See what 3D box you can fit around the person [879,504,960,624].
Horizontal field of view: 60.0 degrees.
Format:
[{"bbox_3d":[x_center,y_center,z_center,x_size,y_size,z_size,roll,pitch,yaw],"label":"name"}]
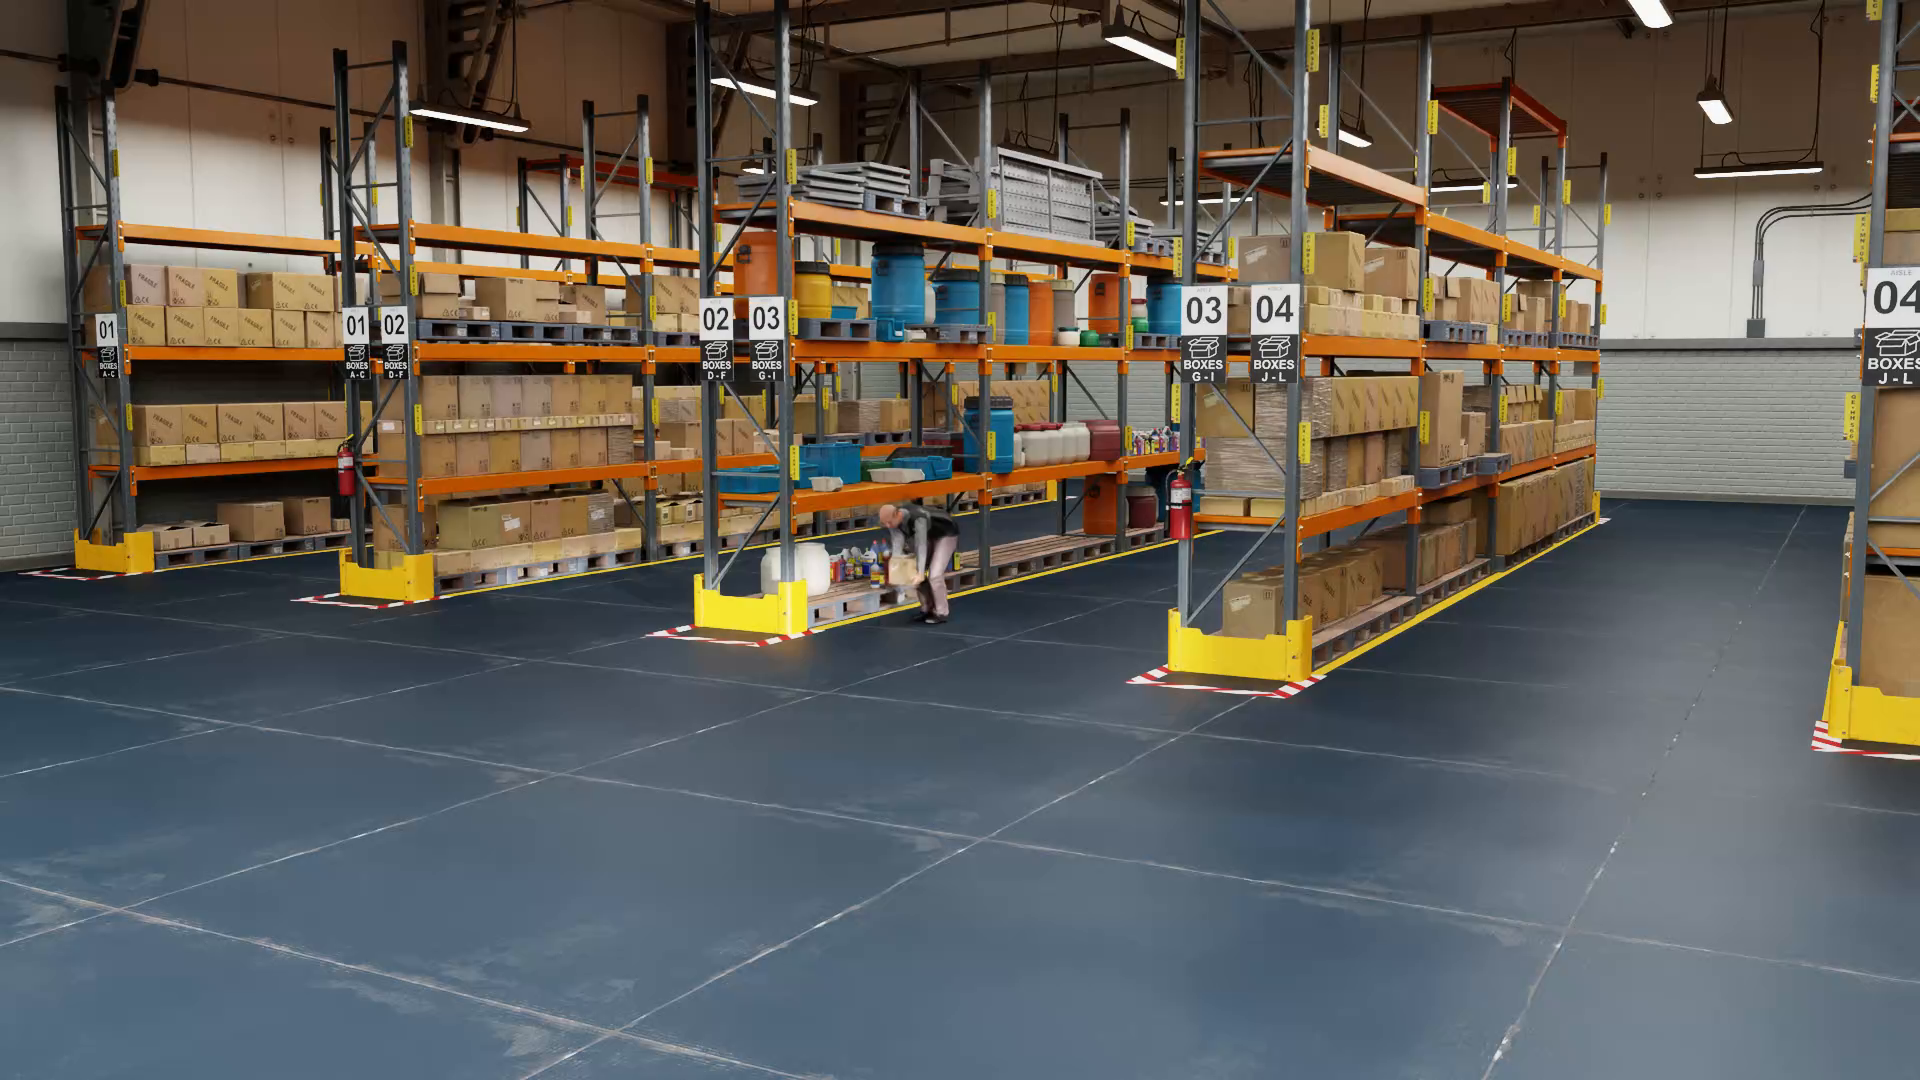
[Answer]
[{"bbox_3d":[-0.433,0.230,16.512,0.937,1.214,0.457,-6,8,-44],"label":"person"}]
